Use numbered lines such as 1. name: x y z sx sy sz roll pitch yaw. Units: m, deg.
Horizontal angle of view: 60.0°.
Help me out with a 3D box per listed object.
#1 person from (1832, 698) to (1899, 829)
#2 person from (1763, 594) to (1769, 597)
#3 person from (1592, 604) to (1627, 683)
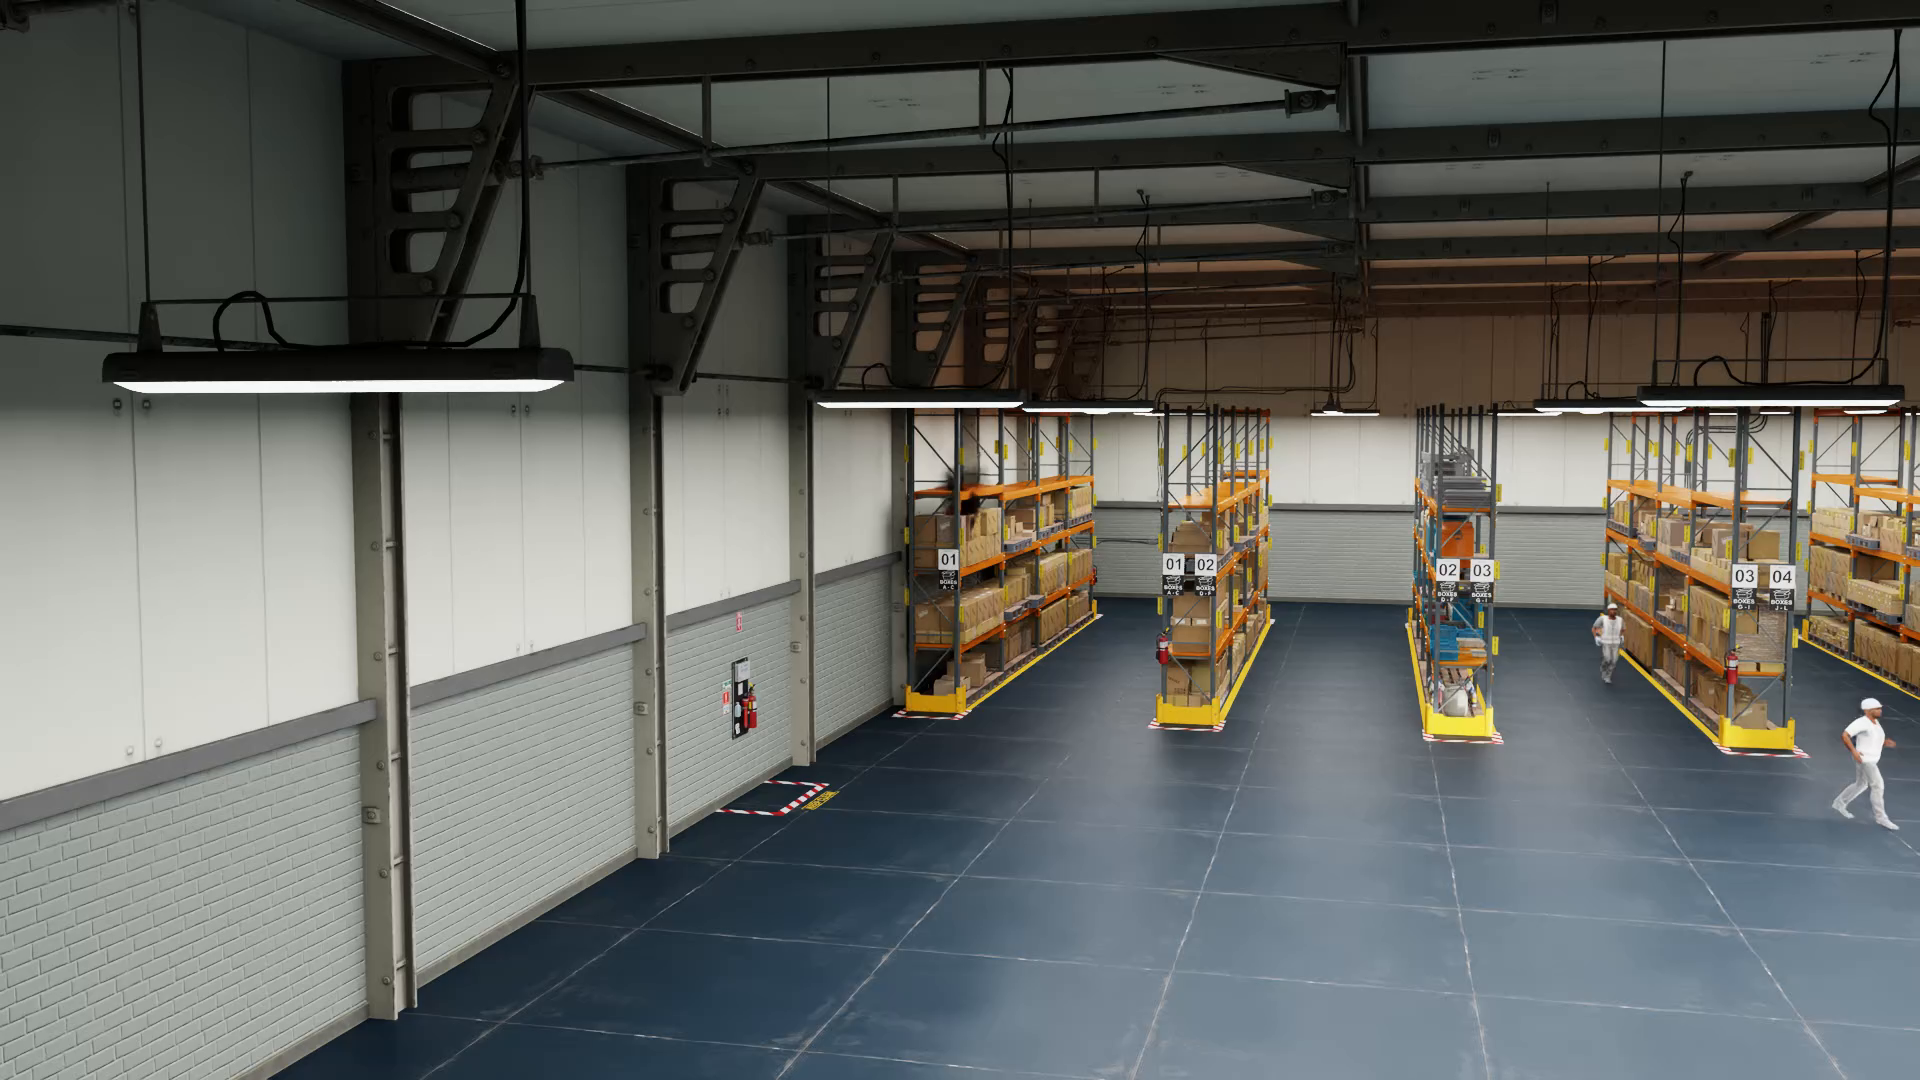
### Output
1. person: 12.782 3.111 23.420 0.896 1.780 0.709 4 5 41
2. person: 21.481 1.704 43.997 0.474 1.650 0.691 -1 4 -16
3. person: 14.044 2.243 35.869 0.680 1.739 0.530 0 4 4
